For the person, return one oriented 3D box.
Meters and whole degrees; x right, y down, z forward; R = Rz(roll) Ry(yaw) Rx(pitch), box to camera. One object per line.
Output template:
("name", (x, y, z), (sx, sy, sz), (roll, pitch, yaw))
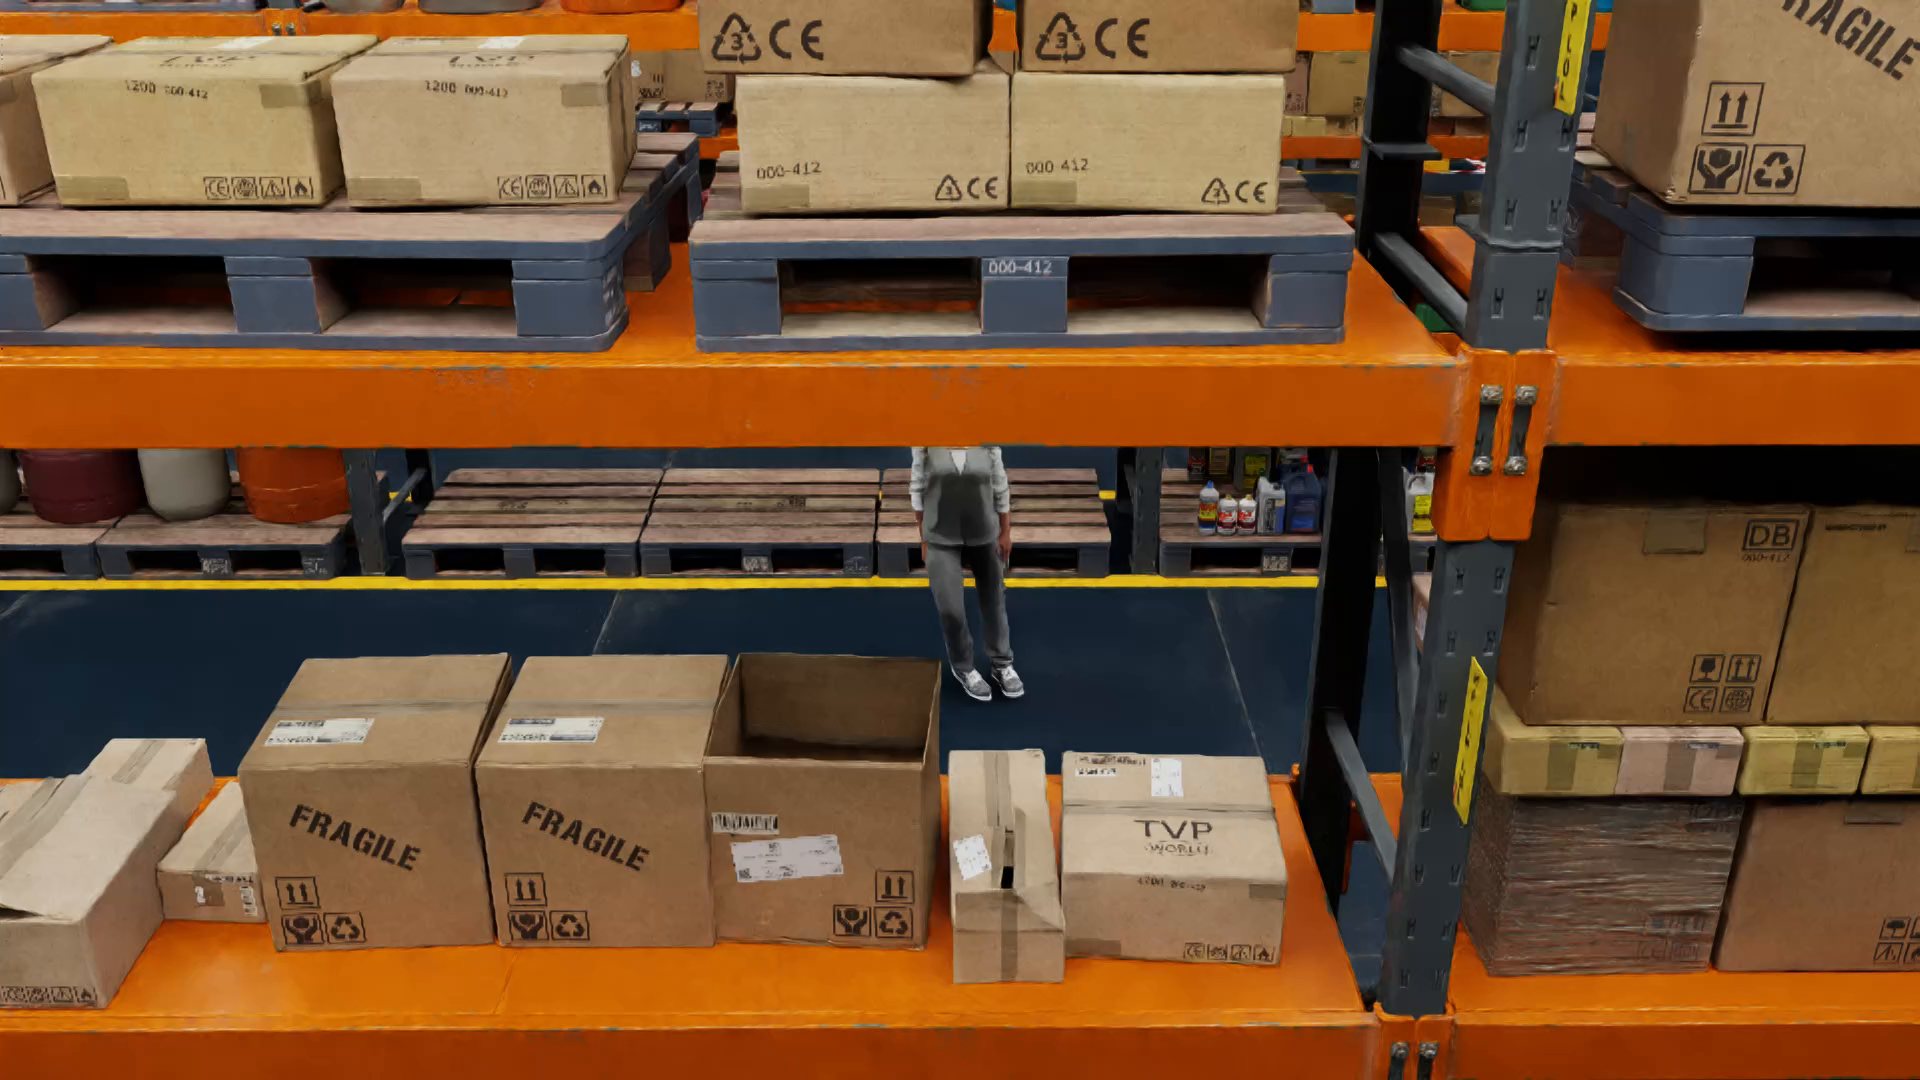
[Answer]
("person", (0.037, -0.022, 7.151), (0.502, 1.574, 0.386), (-4, 25, -10))
